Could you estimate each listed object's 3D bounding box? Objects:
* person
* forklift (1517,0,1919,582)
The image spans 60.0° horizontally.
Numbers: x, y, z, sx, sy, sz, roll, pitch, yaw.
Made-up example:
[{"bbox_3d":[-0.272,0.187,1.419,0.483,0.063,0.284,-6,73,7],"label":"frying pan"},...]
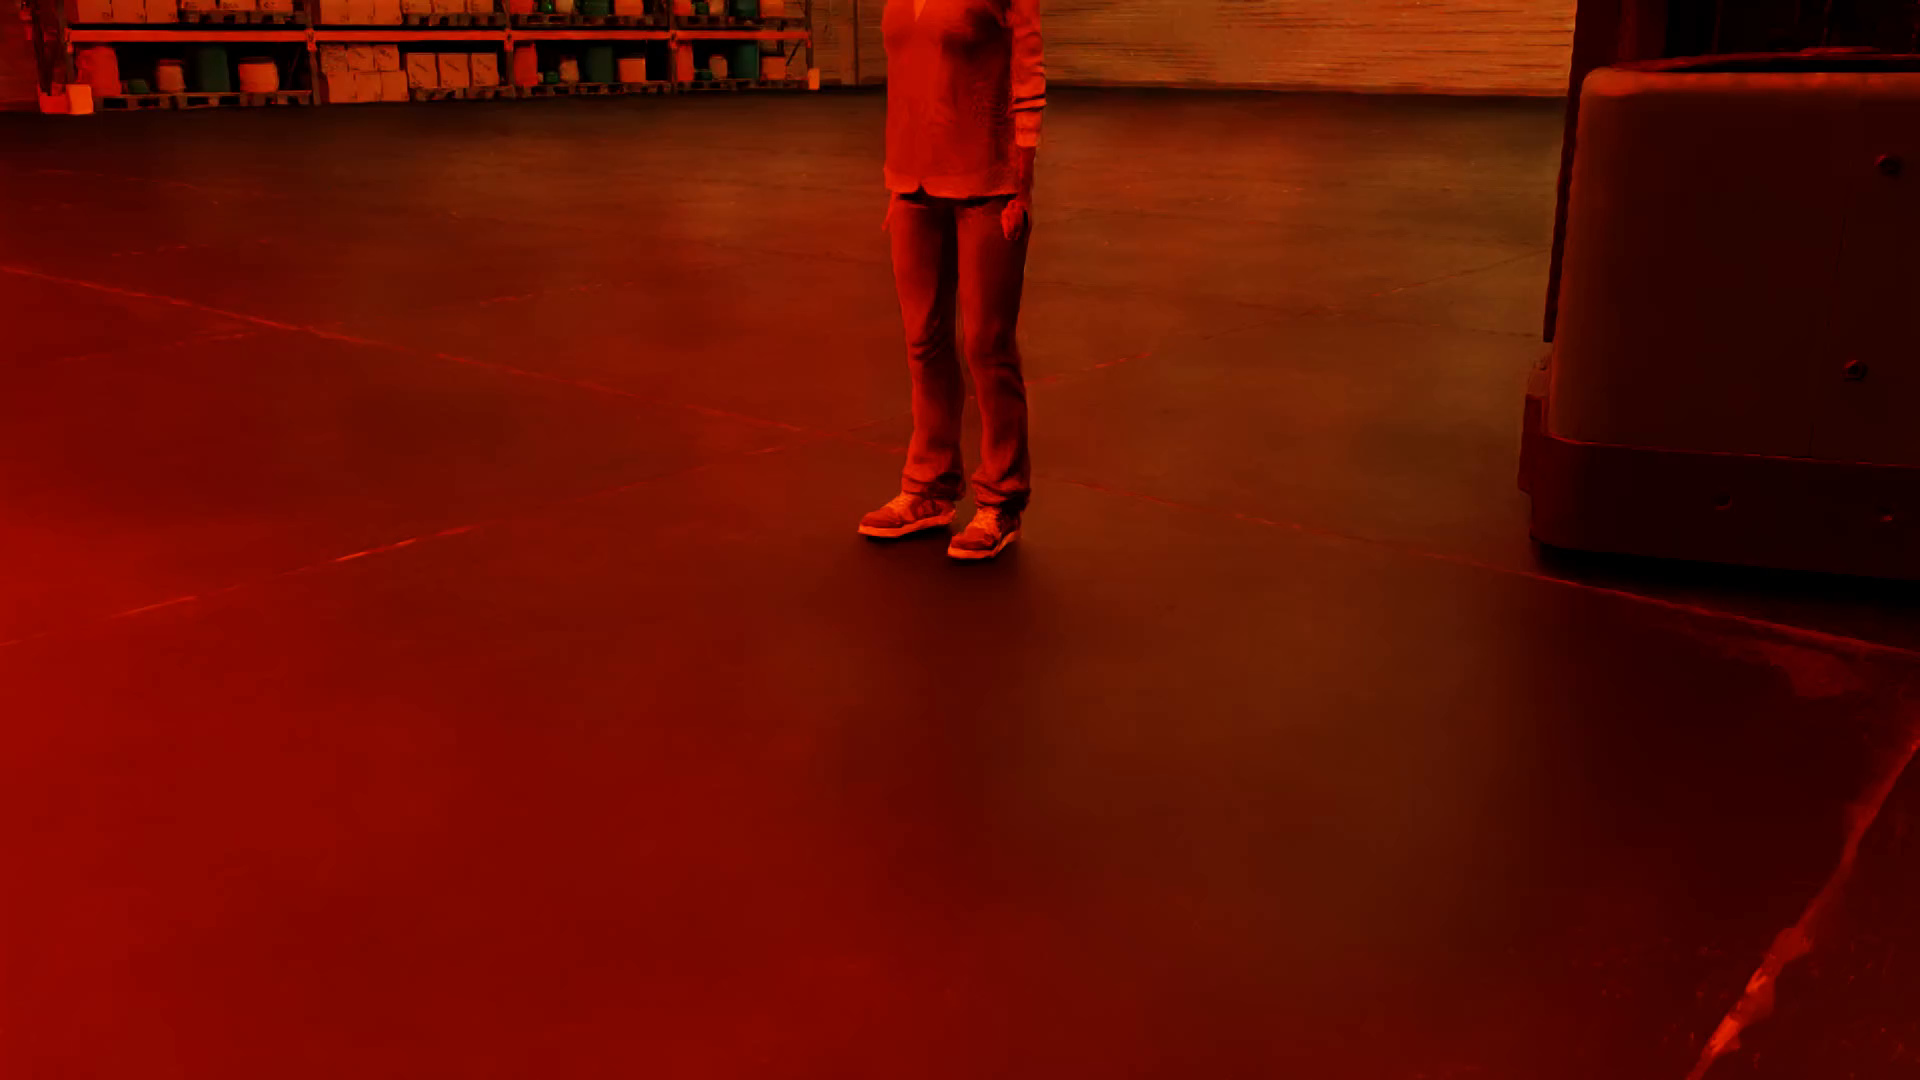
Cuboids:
[{"bbox_3d":[-0.005,-0.761,3.704,0.405,1.598,0.310,13,21,37],"label":"person"},{"bbox_3d":[2.249,-1.684,4.444,1.130,2.935,3.031,6,18,19],"label":"forklift"}]
